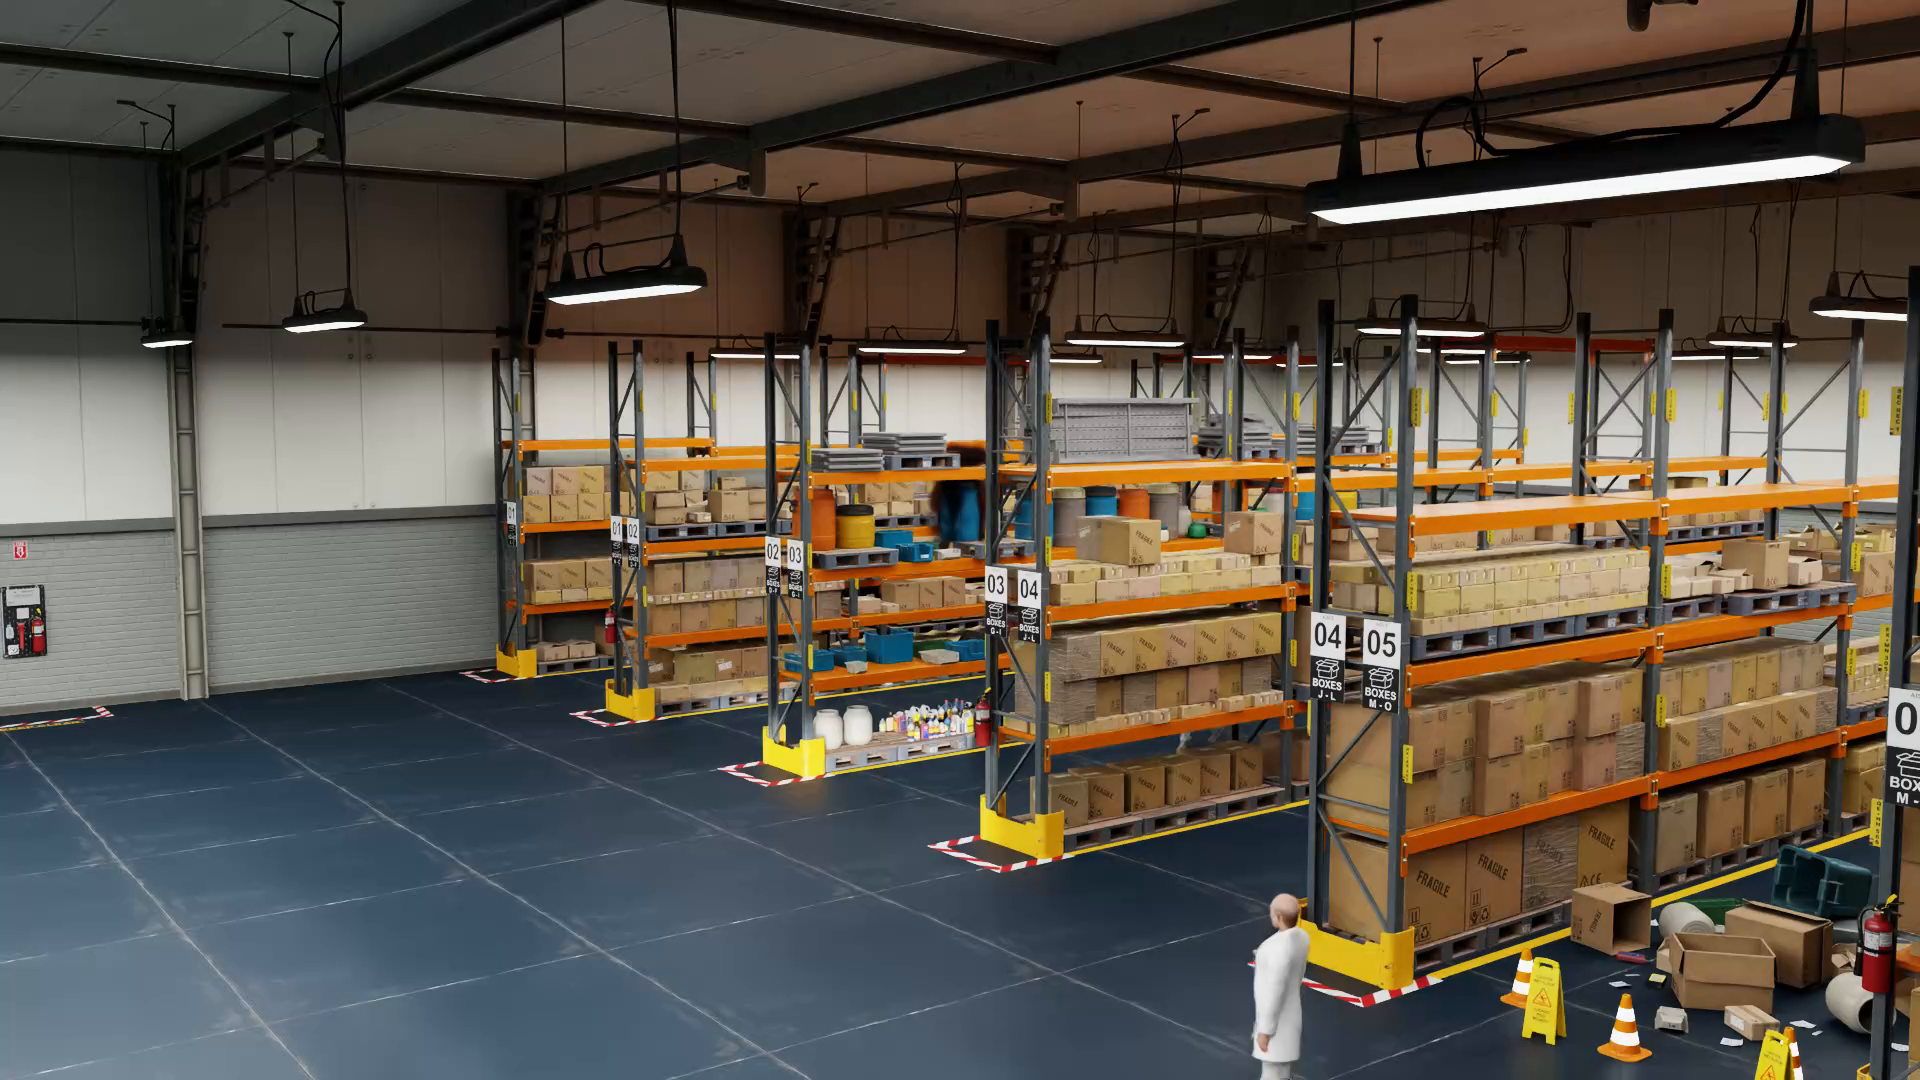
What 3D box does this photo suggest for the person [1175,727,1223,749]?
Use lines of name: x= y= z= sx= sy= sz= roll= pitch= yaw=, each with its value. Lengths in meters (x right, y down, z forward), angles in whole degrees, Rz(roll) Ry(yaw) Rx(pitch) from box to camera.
person: x=3.524 y=2.247 z=24.241 sx=0.746 sy=1.695 sz=0.566 roll=-3 pitch=6 yaw=-30

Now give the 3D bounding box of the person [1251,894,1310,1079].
person: x=2.123 y=3.277 z=11.362 sx=0.499 sy=1.775 sz=0.627 roll=1 pitch=5 yaw=14
